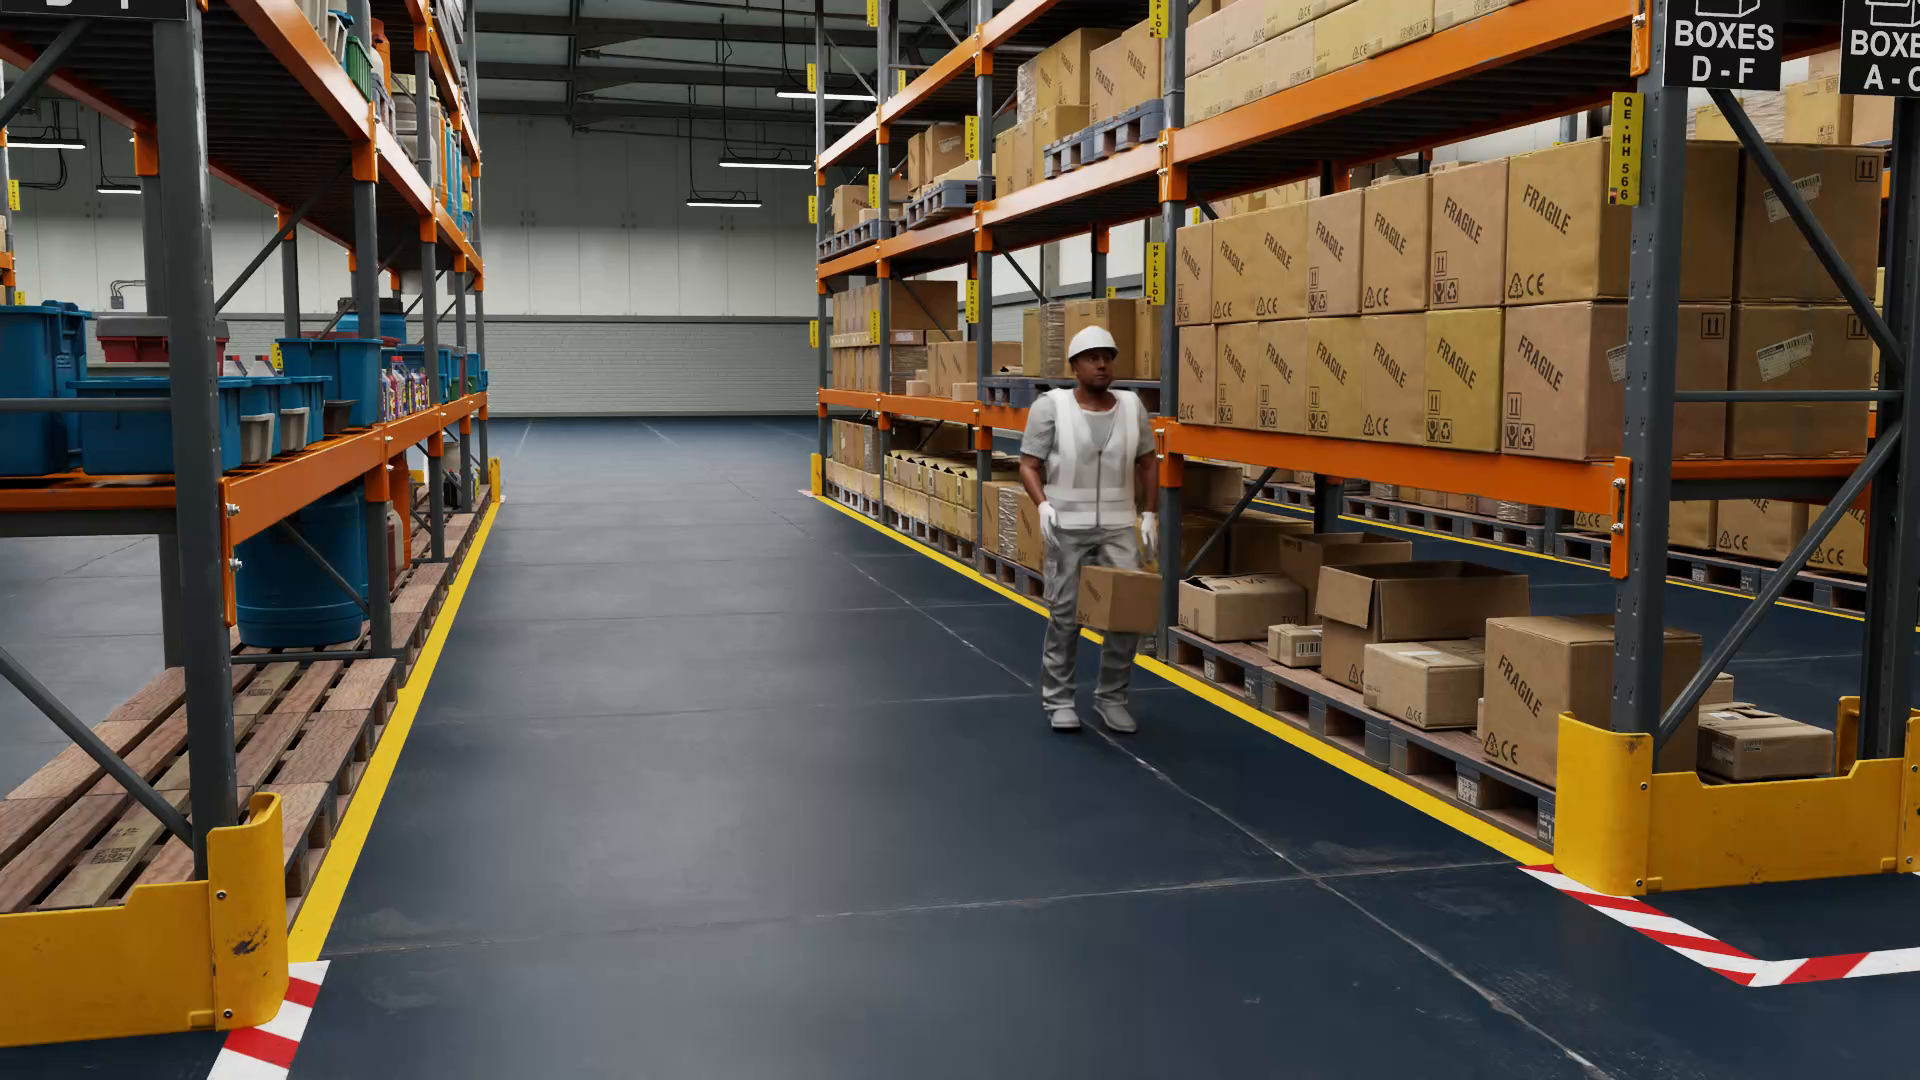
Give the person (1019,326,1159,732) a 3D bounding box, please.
[{"bbox_3d":[0.583,-0.039,7.233,0.646,1.771,0.509,-1,6,-11],"label":"person"}]
